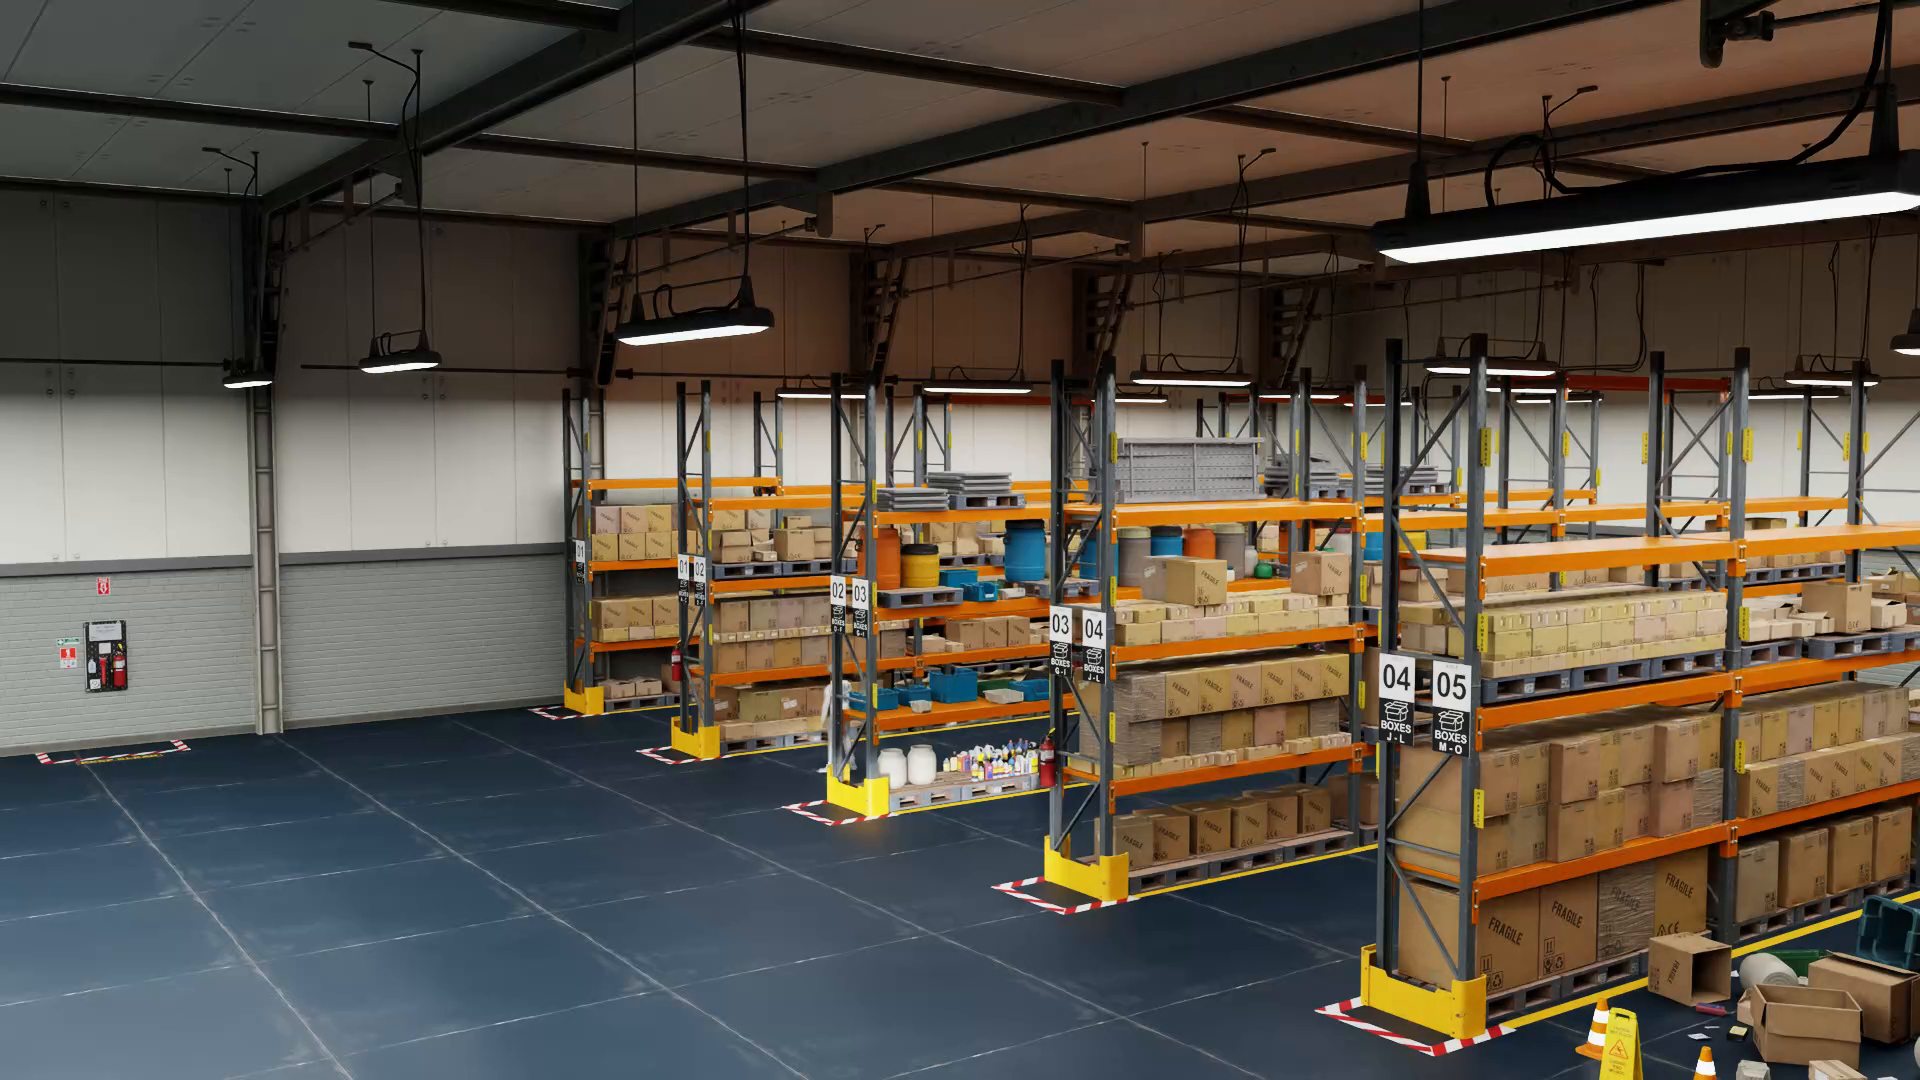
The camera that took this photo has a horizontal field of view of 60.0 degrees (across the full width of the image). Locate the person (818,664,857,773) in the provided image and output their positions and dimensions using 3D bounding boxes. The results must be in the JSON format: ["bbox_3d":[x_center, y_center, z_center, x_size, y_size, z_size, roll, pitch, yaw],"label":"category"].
[{"bbox_3d":[-1.853,2.696,25.272,0.582,1.687,0.428,-4,5,-45],"label":"person"}]
